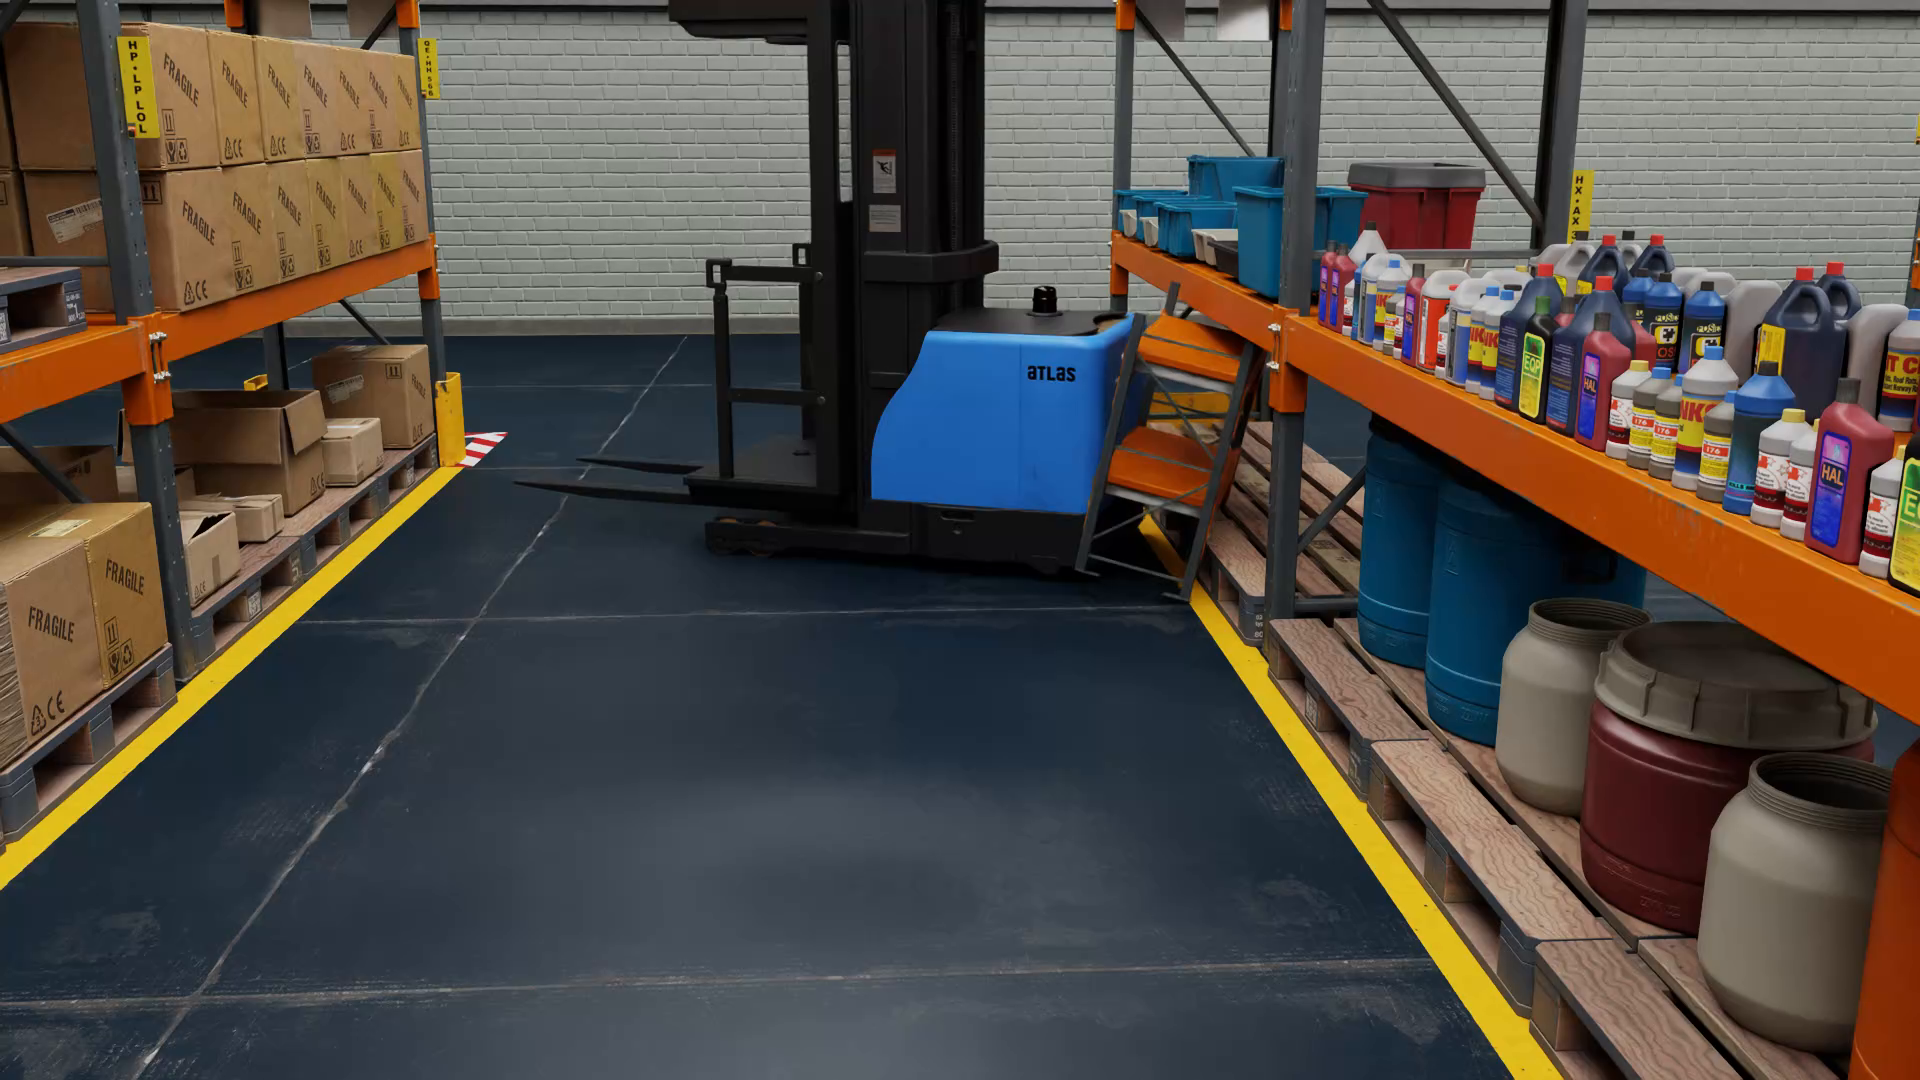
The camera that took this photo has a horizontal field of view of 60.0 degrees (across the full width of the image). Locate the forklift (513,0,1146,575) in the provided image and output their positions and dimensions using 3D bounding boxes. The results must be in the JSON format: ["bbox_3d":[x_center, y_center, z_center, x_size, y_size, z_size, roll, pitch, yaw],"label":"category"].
[{"bbox_3d":[-0.679,-1.459,7.813,3.031,2.935,1.130,4,15,17],"label":"forklift"}]

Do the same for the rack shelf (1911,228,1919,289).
[{"bbox_3d":[6.472,-1.238,8.263,1.077,0.370,4.000,-1,14,-3],"label":"rack shelf"}]

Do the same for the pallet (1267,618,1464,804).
[{"bbox_3d":[1.659,0.530,5.542,1.003,0.211,1.213,-1,14,-3],"label":"pallet"}]

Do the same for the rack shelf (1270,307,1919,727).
[{"bbox_3d":[1.777,-0.167,4.099,1.077,0.370,4.000,-1,14,-3],"label":"rack shelf"}]

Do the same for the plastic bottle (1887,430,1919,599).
[{"bbox_3d":[1.450,-0.055,2.456,0.061,0.283,0.133,-1,14,-3],"label":"plastic bottle"}]

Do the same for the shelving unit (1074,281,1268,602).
[{"bbox_3d":[0.966,-0.466,7.315,0.538,1.125,1.048,16,19,11],"label":"shelving unit"}]

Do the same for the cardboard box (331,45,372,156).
[{"bbox_3d":[-3.168,-2.104,7.975,0.500,0.500,0.500,0,14,-2],"label":"cardboard box"}]

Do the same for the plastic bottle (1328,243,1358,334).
[{"bbox_3d":[1.258,-0.825,5.448,0.061,0.283,0.133,-1,14,-3],"label":"plastic bottle"}]

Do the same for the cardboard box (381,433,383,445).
[{"bbox_3d":[-3.324,-0.539,8.906,0.380,0.166,0.250,-1,14,-3],"label":"cardboard box"}]

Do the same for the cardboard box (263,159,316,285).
[{"bbox_3d":[-3.115,-1.368,7.124,0.500,0.500,0.500,-1,14,-4],"label":"cardboard box"}]

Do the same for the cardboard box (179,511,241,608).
[{"bbox_3d":[-3.101,0.044,6.348,0.500,0.311,0.500,-1,14,-3],"label":"cardboard box"}]

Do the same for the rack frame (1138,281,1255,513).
[{"bbox_3d":[1.098,-0.602,7.787,0.500,1.125,0.032,16,19,11],"label":"rack frame"}]

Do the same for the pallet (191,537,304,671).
[{"bbox_3d":[-3.333,0.243,6.660,1.003,0.211,1.213,-1,14,-3],"label":"pallet"}]

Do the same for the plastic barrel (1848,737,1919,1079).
[{"bbox_3d":[1.853,0.708,2.766,0.600,0.830,0.708,-1,14,-3],"label":"plastic barrel"}]

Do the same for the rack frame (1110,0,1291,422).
[{"bbox_3d":[1.405,-2.007,9.809,1.000,3.000,0.127,-1,14,-3],"label":"rack frame"}]

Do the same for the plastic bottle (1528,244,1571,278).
[{"bbox_3d":[2.000,-0.860,5.596,0.152,0.276,0.135,-1,14,-3],"label":"plastic bottle"}]

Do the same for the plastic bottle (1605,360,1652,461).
[{"bbox_3d":[1.404,-0.272,3.461,0.097,0.201,0.097,0,14,0],"label":"plastic bottle"}]

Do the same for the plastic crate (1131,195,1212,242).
[{"bbox_3d":[1.132,-1.725,8.928,0.416,0.233,0.300,-1,14,-3],"label":"plastic crate"}]

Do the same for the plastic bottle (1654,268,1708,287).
[{"bbox_3d":[2.054,-0.643,4.756,0.152,0.276,0.135,-1,14,-3],"label":"plastic bottle"}]

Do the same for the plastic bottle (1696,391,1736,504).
[{"bbox_3d":[1.428,-0.175,3.084,0.097,0.201,0.097,0,14,0],"label":"plastic bottle"}]

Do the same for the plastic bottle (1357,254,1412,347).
[{"bbox_3d":[1.324,-0.741,5.134,0.152,0.276,0.135,-1,14,-3],"label":"plastic bottle"}]

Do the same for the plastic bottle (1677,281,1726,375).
[{"bbox_3d":[1.953,-0.543,4.377,0.097,0.271,0.097,0,14,0],"label":"plastic bottle"}]

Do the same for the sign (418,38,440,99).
[{"bbox_3d":[-2.984,-2.649,9.346,0.100,0.325,0.005,-1,14,-3],"label":"sign"}]

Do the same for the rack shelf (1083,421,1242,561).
[{"bbox_3d":[0.918,-0.240,7.394,0.538,0.278,1.000,16,19,11],"label":"rack shelf"}]

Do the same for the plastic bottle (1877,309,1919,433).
[{"bbox_3d":[2.145,-0.385,3.760,0.097,0.271,0.097,0,14,0],"label":"plastic bottle"}]

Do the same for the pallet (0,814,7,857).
[{"bbox_3d":[-3.124,0.919,4.030,1.003,0.211,1.213,-1,14,-3],"label":"pallet"}]

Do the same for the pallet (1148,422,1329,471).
[{"bbox_3d":[1.417,-0.451,9.357,1.003,0.211,1.213,-1,14,-3],"label":"pallet"}]

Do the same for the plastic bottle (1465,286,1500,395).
[{"bbox_3d":[1.353,-0.512,4.255,0.097,0.271,0.097,0,14,0],"label":"plastic bottle"}]

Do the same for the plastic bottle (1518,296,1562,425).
[{"bbox_3d":[1.359,-0.419,3.868,0.061,0.283,0.133,-1,14,-3],"label":"plastic bottle"}]

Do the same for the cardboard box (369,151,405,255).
[{"bbox_3d":[-3.204,-1.744,8.585,0.500,0.500,0.500,-1,14,-3],"label":"cardboard box"}]

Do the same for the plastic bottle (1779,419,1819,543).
[{"bbox_3d":[1.447,-0.102,2.802,0.097,0.201,0.097,0,14,0],"label":"plastic bottle"}]

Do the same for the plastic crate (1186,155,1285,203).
[{"bbox_3d":[1.612,-1.973,9.485,0.616,0.435,0.499,-1,14,-3],"label":"plastic crate"}]

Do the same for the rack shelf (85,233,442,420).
[{"bbox_3d":[-3.415,-1.086,7.672,1.077,0.370,4.000,-1,14,-3],"label":"rack shelf"}]

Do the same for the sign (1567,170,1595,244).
[{"bbox_3d":[2.202,-1.155,5.939,0.100,0.325,0.005,-1,14,-3],"label":"sign"}]

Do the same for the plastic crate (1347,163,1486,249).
[{"bbox_3d":[1.848,-1.299,6.805,0.402,0.464,0.583,-1,14,-3],"label":"plastic crate"}]

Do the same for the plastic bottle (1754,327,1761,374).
[{"bbox_3d":[2.111,-0.488,4.300,0.097,0.201,0.097,0,14,0],"label":"plastic bottle"}]

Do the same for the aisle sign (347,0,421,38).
[{"bbox_3d":[-3.238,-3.213,9.276,0.394,0.787,0.004,-1,14,-3],"label":"aisle sign"}]

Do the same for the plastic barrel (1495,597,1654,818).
[{"bbox_3d":[1.659,0.442,4.438,0.421,0.512,0.421,0,14,0],"label":"plastic barrel"}]

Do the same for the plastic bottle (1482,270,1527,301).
[{"bbox_3d":[1.510,-0.604,4.602,0.152,0.276,0.135,-1,14,-3],"label":"plastic bottle"}]

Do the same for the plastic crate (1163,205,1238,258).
[{"bbox_3d":[1.192,-1.487,8.001,0.416,0.233,0.300,-1,14,-3],"label":"plastic crate"}]

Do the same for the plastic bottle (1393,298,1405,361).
[{"bbox_3d":[1.316,-0.627,4.841,0.097,0.201,0.097,0,14,0],"label":"plastic bottle"}]

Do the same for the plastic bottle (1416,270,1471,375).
[{"bbox_3d":[1.359,-0.601,4.593,0.152,0.276,0.135,-1,14,-3],"label":"plastic bottle"}]

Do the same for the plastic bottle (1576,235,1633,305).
[{"bbox_3d":[1.904,-0.717,4.892,0.144,0.351,0.185,-1,14,-3],"label":"plastic bottle"}]

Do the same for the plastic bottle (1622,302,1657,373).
[{"bbox_3d":[1.511,-0.388,3.748,0.061,0.283,0.133,-1,14,-3],"label":"plastic bottle"}]

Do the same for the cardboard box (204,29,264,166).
[{"bbox_3d":[-3.072,-1.720,6.483,0.500,0.500,0.500,-1,14,-5],"label":"cardboard box"}]

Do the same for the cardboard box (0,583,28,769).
[{"bbox_3d":[-2.922,0.426,4.483,0.500,0.500,0.500,-1,14,-3],"label":"cardboard box"}]

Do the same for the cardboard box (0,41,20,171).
[{"bbox_3d":[-3.581,-1.592,5.985,0.500,0.500,0.500,-1,14,-3],"label":"cardboard box"}]

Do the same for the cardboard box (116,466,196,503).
[{"bbox_3d":[-3.656,-0.172,7.188,0.500,0.311,0.500,-1,14,-3],"label":"cardboard box"}]
